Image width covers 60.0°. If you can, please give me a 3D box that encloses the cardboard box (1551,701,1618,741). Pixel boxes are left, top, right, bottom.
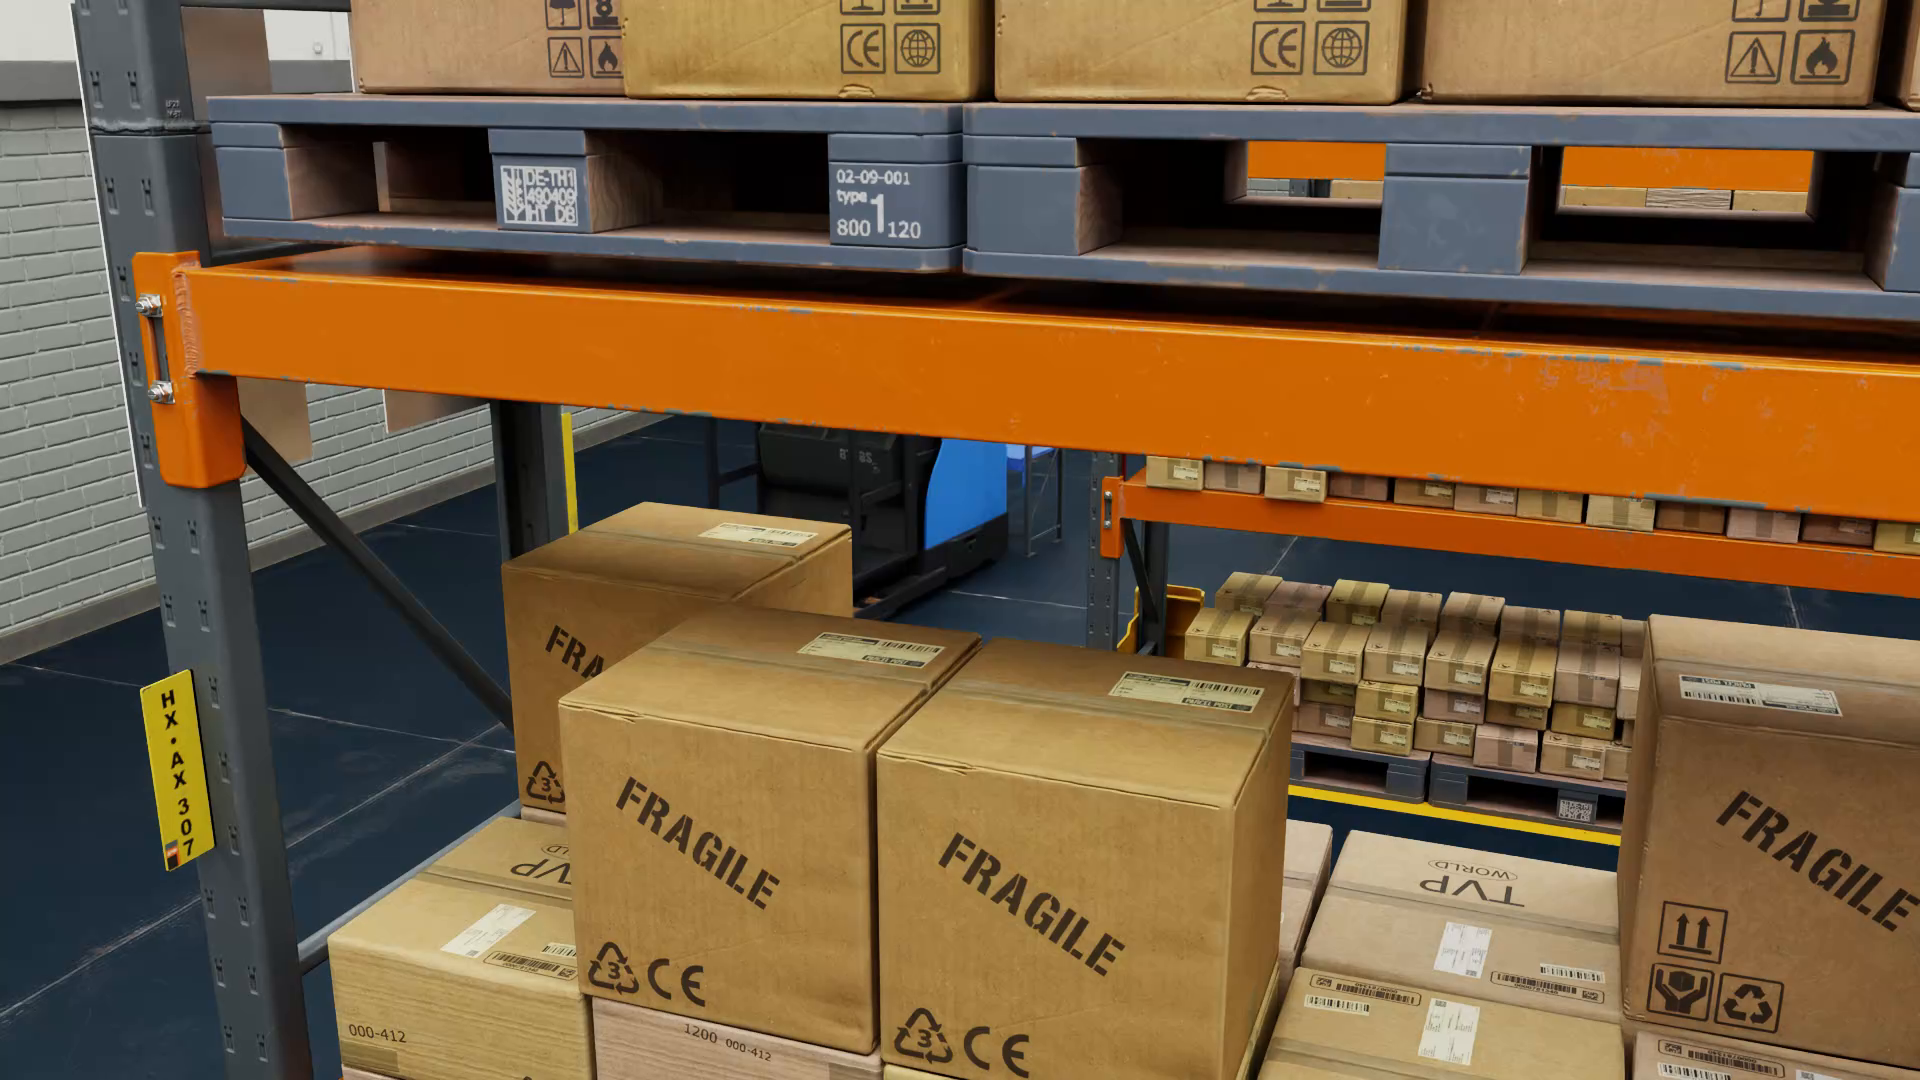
[{"bbox_3d":[2.702,0.713,7.165,0.250,0.149,0.380,7,18,23],"label":"cardboard box"}]

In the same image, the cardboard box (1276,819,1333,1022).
[{"bbox_3d":[0.399,0.709,3.086,0.500,0.250,0.500,6,17,19],"label":"cardboard box"}]

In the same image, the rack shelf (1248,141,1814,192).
[{"bbox_3d":[2.680,-1.471,6.772,4.000,0.370,1.077,6,17,21],"label":"rack shelf"}]

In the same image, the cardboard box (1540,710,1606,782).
[{"bbox_3d":[2.633,0.878,7.129,0.250,0.149,0.380,6,17,21],"label":"cardboard box"}]

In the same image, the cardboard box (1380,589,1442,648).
[{"bbox_3d":[2.123,0.366,7.825,0.250,0.149,0.380,6,17,18],"label":"cardboard box"}]

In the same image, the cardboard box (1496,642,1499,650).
[{"bbox_3d":[2.617,0.557,7.701,0.250,0.149,0.380,7,18,23],"label":"cardboard box"}]

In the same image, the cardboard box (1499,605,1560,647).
[{"bbox_3d":[2.597,0.435,7.588,0.250,0.149,0.380,6,17,19],"label":"cardboard box"}]

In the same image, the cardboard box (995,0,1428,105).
[{"bbox_3d":[0.387,-0.875,2.314,0.500,0.500,0.700,5,17,17],"label":"cardboard box"}]

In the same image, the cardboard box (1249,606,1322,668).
[{"bbox_3d":[1.483,0.440,7.572,0.250,0.149,0.380,7,17,22],"label":"cardboard box"}]

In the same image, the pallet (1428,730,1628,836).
[{"bbox_3d":[2.764,0.984,7.407,1.213,0.211,1.003,6,17,21],"label":"pallet"}]

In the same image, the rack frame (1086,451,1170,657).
[{"bbox_3d":[0.819,-0.581,7.794,0.127,3.000,1.000,6,17,21],"label":"rack frame"}]

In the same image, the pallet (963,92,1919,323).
[{"bbox_3d":[0.738,-0.505,2.313,1.213,0.211,1.003,6,17,21],"label":"pallet"}]

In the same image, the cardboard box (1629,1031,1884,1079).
[{"bbox_3d":[1.162,0.952,2.250,0.500,0.250,0.500,7,17,22],"label":"cardboard box"}]

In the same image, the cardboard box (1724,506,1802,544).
[{"bbox_3d":[3.188,-0.113,6.634,0.250,0.149,0.380,5,17,18],"label":"cardboard box"}]

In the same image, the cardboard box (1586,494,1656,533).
[{"bbox_3d":[2.708,-0.161,6.798,0.250,0.149,0.380,7,17,22],"label":"cardboard box"}]

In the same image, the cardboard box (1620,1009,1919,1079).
[{"bbox_3d":[1.341,0.814,2.726,0.500,0.250,0.500,7,17,22],"label":"cardboard box"}]

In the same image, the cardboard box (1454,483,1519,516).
[{"bbox_3d":[2.237,-0.228,7.028,0.250,0.149,0.380,6,17,20],"label":"cardboard box"}]

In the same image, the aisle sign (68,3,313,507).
[{"bbox_3d":[-1.272,-0.483,2.794,0.004,0.787,0.394,6,17,21],"label":"aisle sign"}]

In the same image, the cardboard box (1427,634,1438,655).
[{"bbox_3d":[2.111,0.531,7.793,0.250,0.149,0.380,6,17,20],"label":"cardboard box"}]

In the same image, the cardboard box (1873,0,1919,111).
[{"bbox_3d":[1.378,-0.755,1.900,0.500,0.500,0.700,7,18,23],"label":"cardboard box"}]

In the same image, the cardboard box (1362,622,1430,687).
[{"bbox_3d":[1.931,0.502,7.356,0.250,0.149,0.380,5,17,18],"label":"cardboard box"}]

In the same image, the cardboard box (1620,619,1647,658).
[{"bbox_3d":[3.067,0.490,7.399,0.250,0.149,0.380,6,17,18],"label":"cardboard box"}]

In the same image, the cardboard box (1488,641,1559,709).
[{"bbox_3d":[2.414,0.572,7.116,0.250,0.149,0.380,7,17,21],"label":"cardboard box"}]

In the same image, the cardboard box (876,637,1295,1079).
[{"bbox_3d":[0.202,0.486,2.510,0.500,0.500,0.500,6,17,19],"label":"cardboard box"}]

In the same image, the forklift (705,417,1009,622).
[{"bbox_3d":[-0.871,-1.015,9.413,1.130,2.935,3.031,9,19,29],"label":"forklift"}]

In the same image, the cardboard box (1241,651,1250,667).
[{"bbox_3d":[1.213,0.564,7.678,0.250,0.149,0.380,7,18,23],"label":"cardboard box"}]

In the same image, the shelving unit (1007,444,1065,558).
[{"bbox_3d":[0.122,-0.740,11.031,1.048,1.500,0.538,10,19,30],"label":"shelving unit"}]

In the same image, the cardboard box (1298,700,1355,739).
[{"bbox_3d":[1.696,0.752,7.562,0.250,0.149,0.380,6,17,21],"label":"cardboard box"}]

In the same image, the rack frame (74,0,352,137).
[{"bbox_3d":[-1.095,-2.186,2.562,0.127,3.000,1.000,6,17,21],"label":"rack frame"}]

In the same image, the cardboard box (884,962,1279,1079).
[{"bbox_3d":[0.205,0.847,2.610,0.500,0.250,0.500,6,17,19],"label":"cardboard box"}]

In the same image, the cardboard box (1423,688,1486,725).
[{"bbox_3d":[2.187,0.666,7.328,0.250,0.149,0.380,5,17,18],"label":"cardboard box"}]

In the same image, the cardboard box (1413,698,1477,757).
[{"bbox_3d":[2.166,0.808,7.369,0.250,0.149,0.380,6,17,21],"label":"cardboard box"}]

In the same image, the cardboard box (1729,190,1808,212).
[{"bbox_3d":[5.253,-2.025,10.795,0.500,0.500,0.500,6,17,20],"label":"cardboard box"}]

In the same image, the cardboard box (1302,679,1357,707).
[{"bbox_3d":[1.707,0.609,7.524,0.250,0.149,0.380,7,17,21],"label":"cardboard box"}]

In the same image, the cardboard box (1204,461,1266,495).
[{"bbox_3d":[1.252,-0.327,7.370,0.250,0.149,0.380,7,18,23],"label":"cardboard box"}]

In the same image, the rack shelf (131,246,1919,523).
[{"bbox_3d":[0.766,-0.195,2.376,4.000,0.370,1.077,6,17,21],"label":"rack shelf"}]

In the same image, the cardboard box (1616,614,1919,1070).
[{"bbox_3d":[1.334,0.454,2.621,0.500,0.500,0.500,6,17,19],"label":"cardboard box"}]

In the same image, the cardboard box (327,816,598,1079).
[{"bbox_3d":[-0.747,0.743,2.968,0.500,0.250,0.500,6,17,19],"label":"cardboard box"}]

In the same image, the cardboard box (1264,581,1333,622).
[{"bbox_3d":[1.617,0.330,7.950,0.250,0.149,0.380,7,17,22],"label":"cardboard box"}]

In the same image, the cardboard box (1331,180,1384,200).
[{"bbox_3d":[2.884,-2.280,11.675,0.500,0.500,0.500,6,17,19],"label":"cardboard box"}]

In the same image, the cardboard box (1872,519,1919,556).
[{"bbox_3d":[3.682,-0.060,6.452,0.250,0.149,0.380,7,18,23],"label":"cardboard box"}]

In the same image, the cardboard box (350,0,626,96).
[{"bbox_3d":[-0.591,-1.004,2.759,0.500,0.500,0.700,5,17,17],"label":"cardboard box"}]

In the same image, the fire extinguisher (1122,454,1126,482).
[{"bbox_3d":[0.754,-0.510,8.358,0.183,0.674,0.296,6,17,21],"label":"fire extinguisher"}]

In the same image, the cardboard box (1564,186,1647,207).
[{"bbox_3d":[4.313,-2.128,11.150,0.500,0.500,0.500,6,17,21],"label":"cardboard box"}]

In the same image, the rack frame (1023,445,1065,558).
[{"bbox_3d":[0.555,-0.665,10.775,0.032,1.500,0.500,10,19,30],"label":"rack frame"}]

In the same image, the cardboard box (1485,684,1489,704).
[{"bbox_3d":[2.371,0.667,7.855,0.250,0.149,0.380,5,17,18],"label":"cardboard box"}]

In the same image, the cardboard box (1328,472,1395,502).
[{"bbox_3d":[1.774,-0.294,7.258,0.250,0.149,0.380,7,18,23],"label":"cardboard box"}]

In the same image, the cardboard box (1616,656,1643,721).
[{"bbox_3d":[2.874,0.627,6.928,0.250,0.149,0.380,6,17,19],"label":"cardboard box"}]

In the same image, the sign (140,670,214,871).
[{"bbox_3d":[-1.304,0.385,2.773,0.005,0.325,0.100,6,17,21],"label":"sign"}]
